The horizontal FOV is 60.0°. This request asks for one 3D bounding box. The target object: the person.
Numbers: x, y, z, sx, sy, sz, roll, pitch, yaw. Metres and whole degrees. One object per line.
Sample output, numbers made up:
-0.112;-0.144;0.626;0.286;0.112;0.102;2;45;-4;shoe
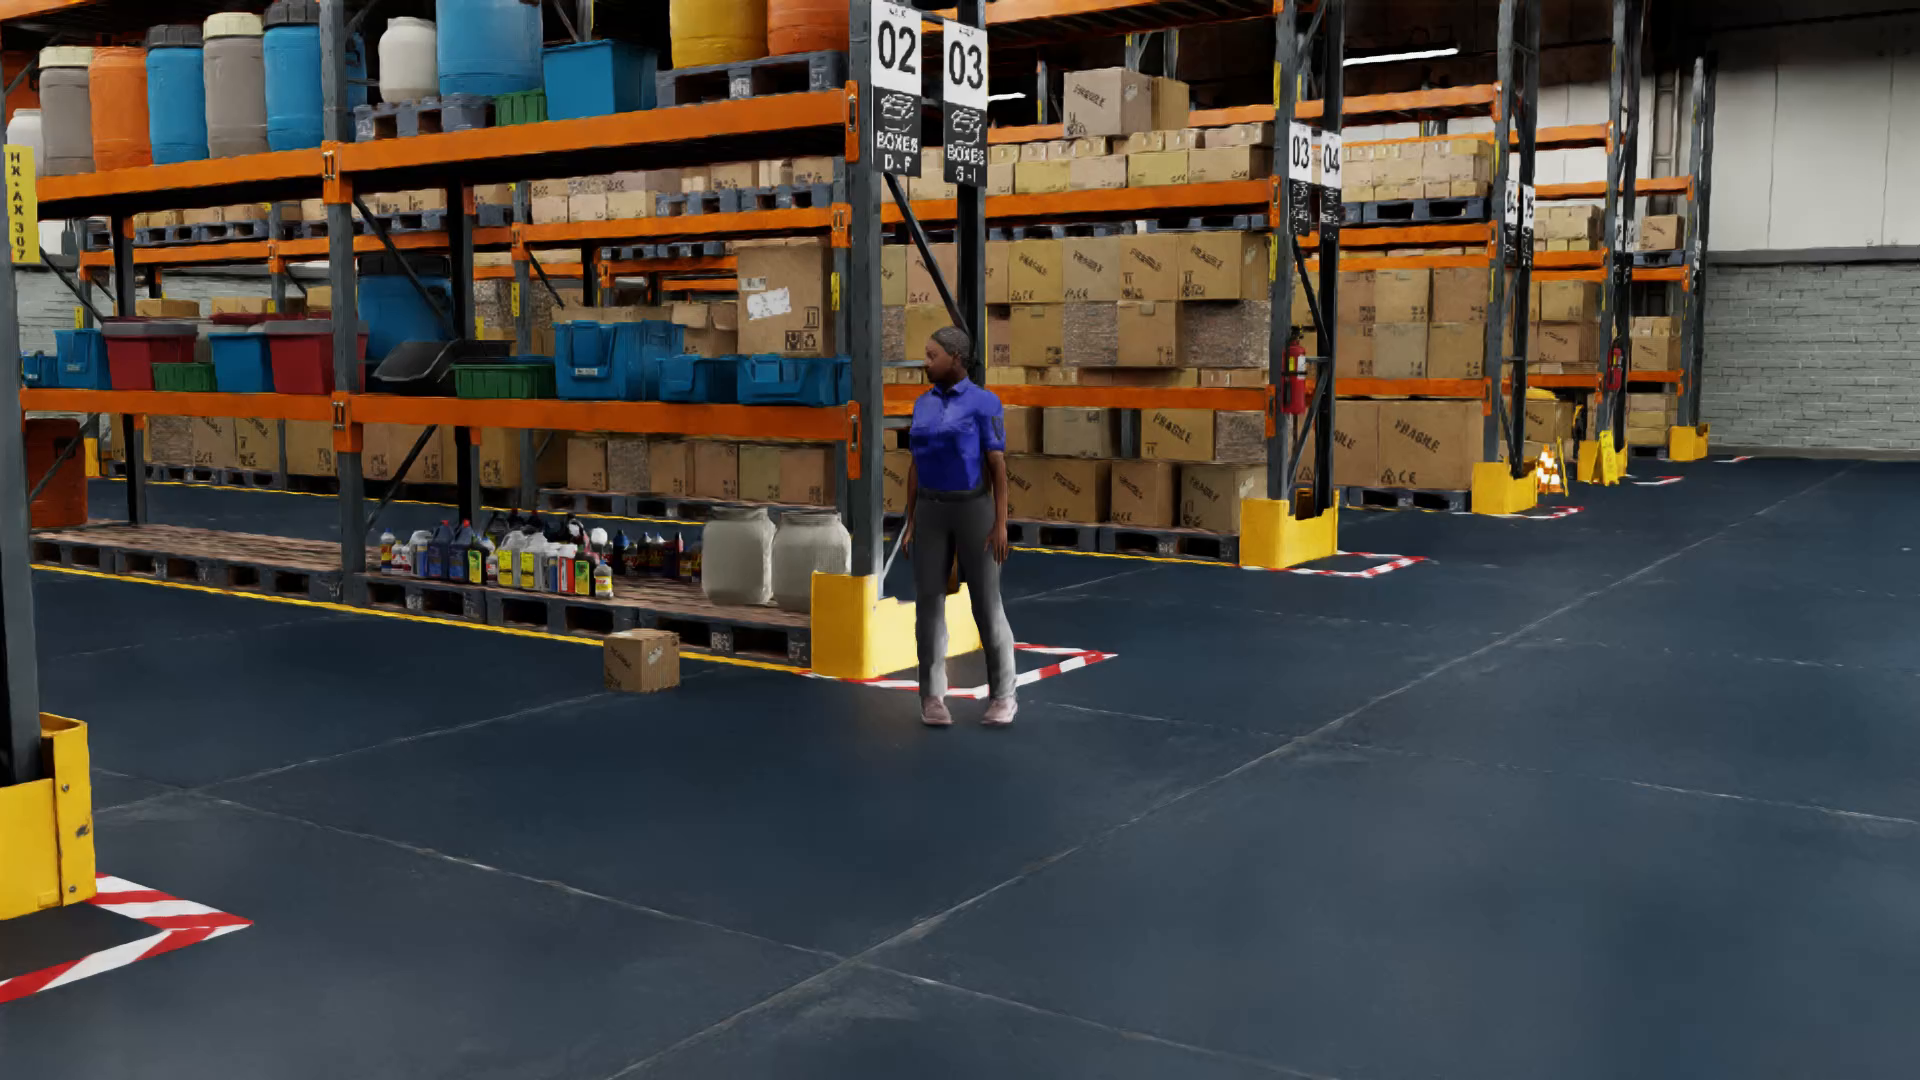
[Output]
-0.003;-0.062;6.976;0.508;1.666;0.338;3;7;26;person
